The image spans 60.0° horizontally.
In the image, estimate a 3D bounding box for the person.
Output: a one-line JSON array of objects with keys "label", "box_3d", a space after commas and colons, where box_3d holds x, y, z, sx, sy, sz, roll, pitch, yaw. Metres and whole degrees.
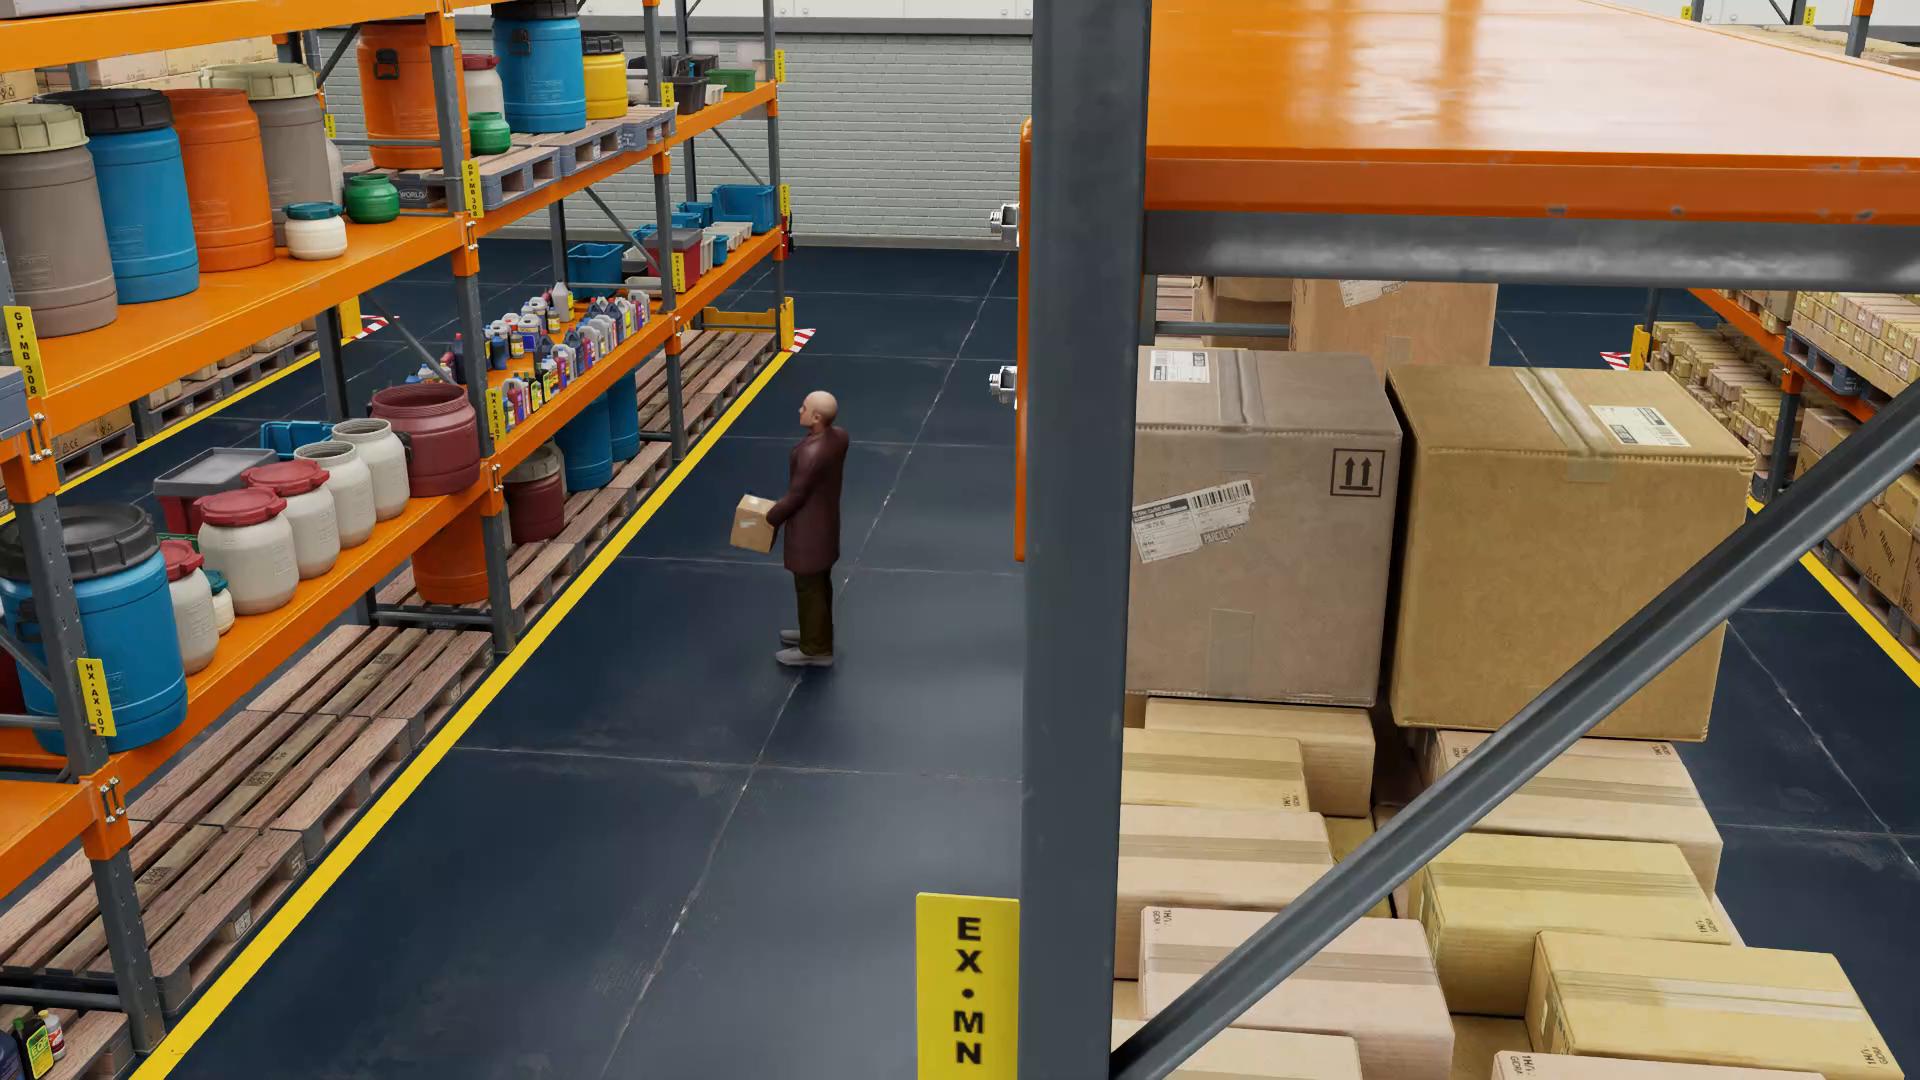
[{"label": "person", "box_3d": [-0.981, -0.077, 10.294, 0.540, 1.779, 0.562, 6, 22, 16]}]
